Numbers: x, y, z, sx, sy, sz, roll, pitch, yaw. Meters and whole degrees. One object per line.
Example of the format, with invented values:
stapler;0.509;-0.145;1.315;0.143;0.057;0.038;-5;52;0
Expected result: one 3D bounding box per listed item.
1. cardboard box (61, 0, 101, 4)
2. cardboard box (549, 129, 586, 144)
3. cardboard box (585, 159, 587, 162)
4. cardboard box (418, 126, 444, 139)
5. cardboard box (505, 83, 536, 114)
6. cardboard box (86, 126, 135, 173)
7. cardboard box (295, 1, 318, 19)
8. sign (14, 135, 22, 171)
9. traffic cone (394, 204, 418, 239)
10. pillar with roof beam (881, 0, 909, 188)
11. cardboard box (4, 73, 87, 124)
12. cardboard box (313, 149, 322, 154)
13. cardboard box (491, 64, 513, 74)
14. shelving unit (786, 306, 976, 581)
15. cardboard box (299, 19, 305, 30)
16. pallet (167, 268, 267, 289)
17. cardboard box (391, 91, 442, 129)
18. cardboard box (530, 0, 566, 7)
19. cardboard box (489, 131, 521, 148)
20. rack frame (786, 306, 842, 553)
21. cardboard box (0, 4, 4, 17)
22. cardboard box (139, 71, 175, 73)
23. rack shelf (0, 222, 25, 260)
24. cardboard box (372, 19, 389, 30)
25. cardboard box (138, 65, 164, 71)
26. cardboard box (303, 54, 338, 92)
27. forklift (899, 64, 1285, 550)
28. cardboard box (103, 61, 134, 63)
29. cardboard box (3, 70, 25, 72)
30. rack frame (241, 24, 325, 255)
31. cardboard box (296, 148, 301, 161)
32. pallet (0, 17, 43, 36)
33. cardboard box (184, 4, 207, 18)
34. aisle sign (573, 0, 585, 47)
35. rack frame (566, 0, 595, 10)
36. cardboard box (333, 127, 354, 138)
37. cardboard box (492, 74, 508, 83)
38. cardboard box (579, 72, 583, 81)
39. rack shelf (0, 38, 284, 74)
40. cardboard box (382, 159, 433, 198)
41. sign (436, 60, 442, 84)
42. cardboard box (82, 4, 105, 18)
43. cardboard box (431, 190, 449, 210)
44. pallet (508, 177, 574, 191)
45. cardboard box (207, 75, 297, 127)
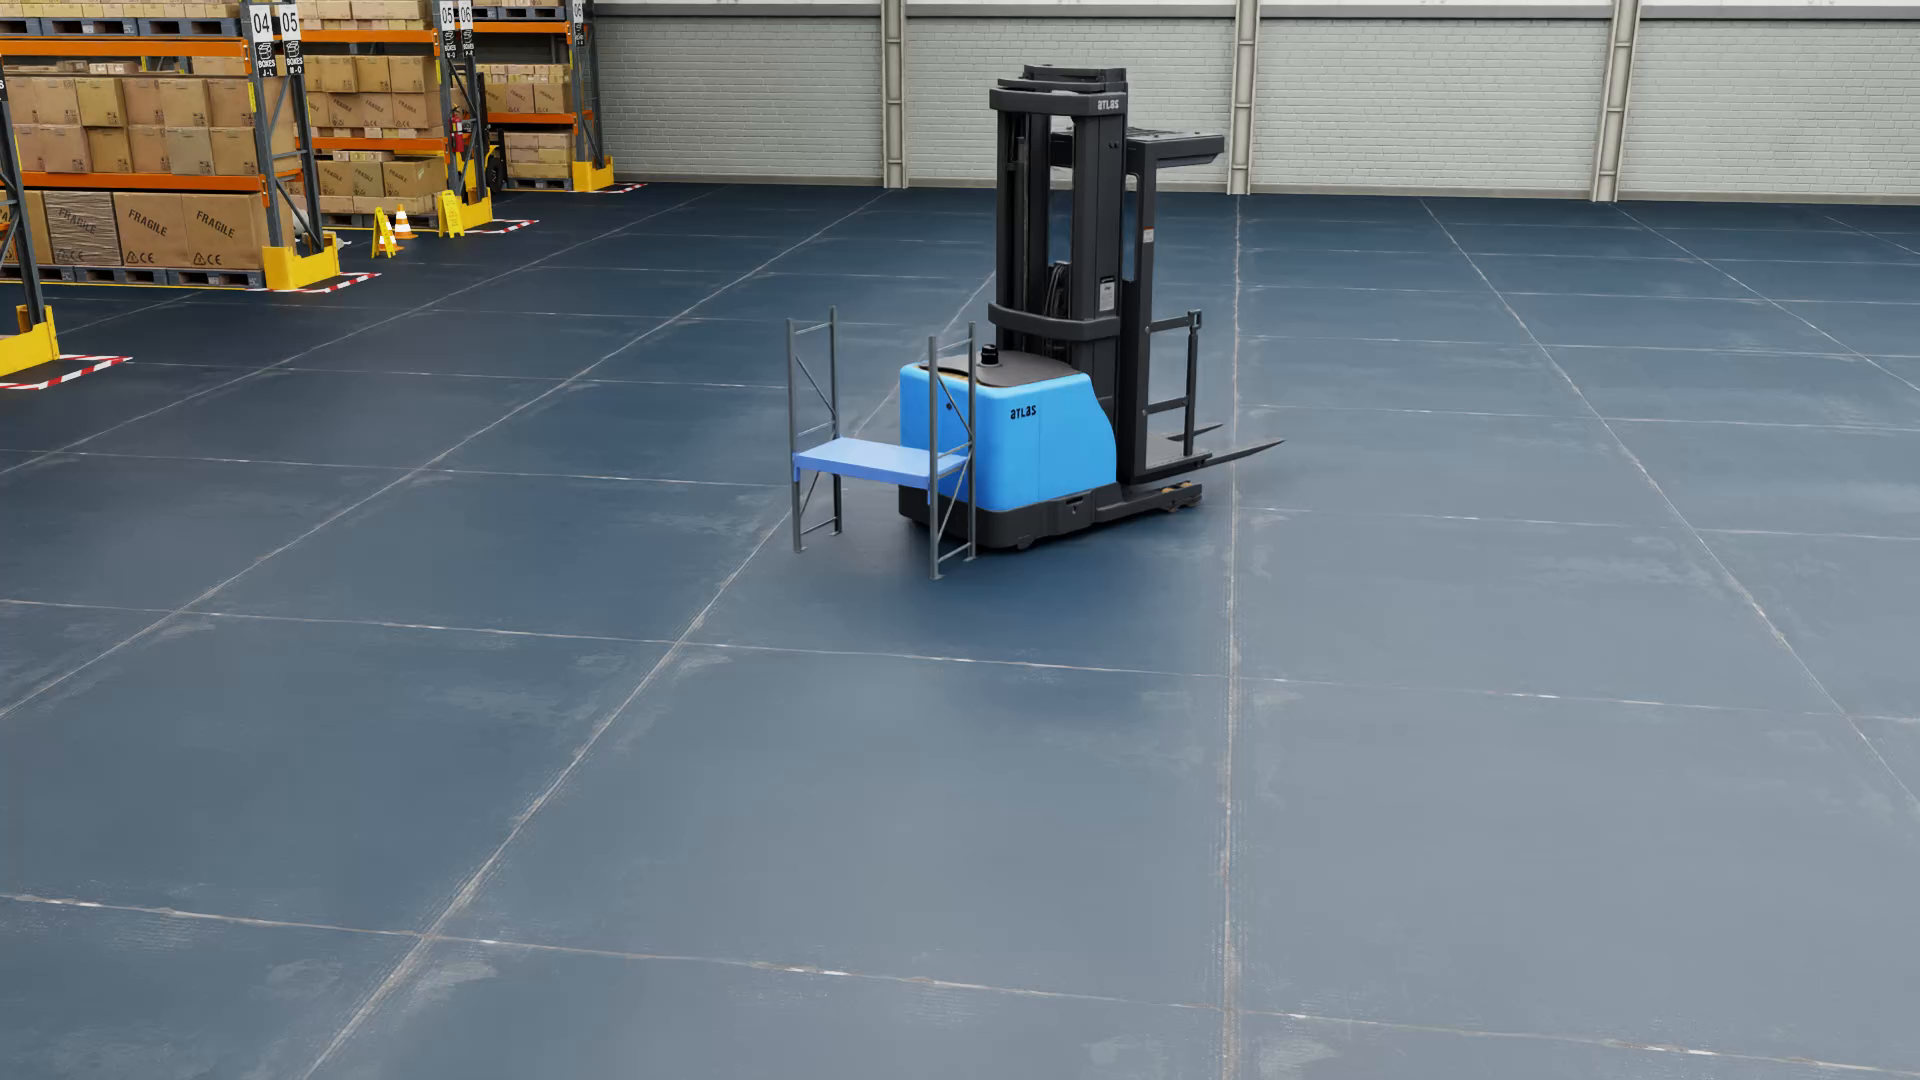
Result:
cardboard box;-9.994;-6.314;19.168;0.500;0.250;0.500;3;19;9
cardboard box;-6.955;-7.126;29.468;0.500;0.250;0.500;3;19;8
cardboard box;-6.965;-6.654;29.634;0.500;0.250;0.500;3;19;9
cardboard box;-7.698;-5.950;24.255;0.250;0.149;0.380;4;19;10
cardboard box;-7.549;-7.692;28.906;0.500;0.500;0.500;4;19;10
cardboard box;-9.963;-4.739;20.004;0.500;0.550;0.875;3;19;9
cardboard box;-9.351;-7.626;23.909;0.500;0.250;0.500;3;19;9
sign;-8.780;-3.593;15.451;0.005;0.325;0.100;3;19;9
traffic cone;-7.924;-4.532;23.618;0.334;0.463;0.336;3;19;9
pillar with roof beam;-1.814;-9.184;24.071;0.400;9.000;9.100;3;19;9
cardboard box;-11.009;-5.326;20.054;0.550;0.550;0.875;3;19;9
cardboard box;-11.742;-7.011;30.111;0.625;0.625;0.875;3;19;8
cardboard box;-7.918;-8.142;28.762;0.250;0.149;0.380;3;19;10
shelving unit;-0.479;-0.615;10.278;1.048;1.500;0.538;11;21;29
cardboard box;-9.450;-7.452;24.015;0.250;0.149;0.380;3;19;9
pallet;-8.782;-3.255;20.199;1.213;0.211;1.003;3;19;9
cardboard box;-7.874;-6.247;24.120;0.500;0.500;0.500;3;19;8
cardboard box;-6.986;-9.335;28.271;0.500;0.500;0.500;4;19;10
cardboard box;-8.020;-7.014;29.133;0.500;0.250;0.500;3;19;9
rack frame;-0.917;-0.697;10.524;0.032;1.500;0.500;11;21;29
cardboard box;-11.122;-6.163;19.343;0.250;0.149;0.380;3;19;9
cardboard box;-12.156;-6.845;25.245;0.500;0.500;0.500;3;19;9
rack shelf;-10.841;-2.772;15.495;4.000;0.370;1.077;3;19;9
cardboard box;-8.199;-7.378;23.793;0.250;0.149;0.380;3;19;10
cardboard box;-14.893;-8.397;30.352;0.500;0.500;0.500;4;19;11
cardboard box;-9.322;-6.827;24.278;0.500;0.500;0.700;3;19;8
forklift;1.043;-1.693;11.244;3.031;2.935;1.130;-15;24;-38
cardboard box;-12.741;-7.171;25.197;0.250;0.149;0.380;4;19;12
cardboard box;-14.700;-6.972;25.625;0.500;0.500;0.500;2;19;7
rack frame;-7.980;-4.562;19.709;0.127;3.000;1.000;3;19;9
cardboard box;-9.816;-5.700;24.579;0.250;0.149;0.380;4;19;12
pallet;-11.123;-6.099;19.716;1.213;0.211;1.003;3;19;9
cardboard box;-8.610;-6.035;18.962;0.250;0.149;0.380;3;19;9
aisle sign;-6.493;-8.810;28.310;0.004;0.787;0.394;3;19;9
rack frame;-6.511;-10.518;28.055;0.127;3.000;1.000;3;19;9
cardboard box;-8.972;-5.993;24.382;0.250;0.149;0.380;3;19;8
cardboard box;-7.915;-8.008;28.829;0.250;0.149;0.380;2;19;7
cardboard box;-6.805;-8.126;29.182;0.250;0.149;0.380;2;19;7
rack shelf;-9.954;-5.744;19.648;4.000;0.370;1.077;3;19;9
cardboard box;-8.127;-5.327;24.486;0.500;0.500;0.500;3;19;9
sign;-7.402;-6.644;23.609;0.005;0.325;0.100;3;19;9
cardboard box;-9.868;-6.099;19.153;0.250;0.149;0.380;3;19;9
cardboard box;-8.047;-5.140;25.109;0.500;0.250;0.500;3;19;8
pallet;-7.272;-6.376;29.526;1.213;0.211;1.003;3;19;9
cardboard box;-8.340;-5.176;19.606;0.550;0.550;0.875;3;19;9
